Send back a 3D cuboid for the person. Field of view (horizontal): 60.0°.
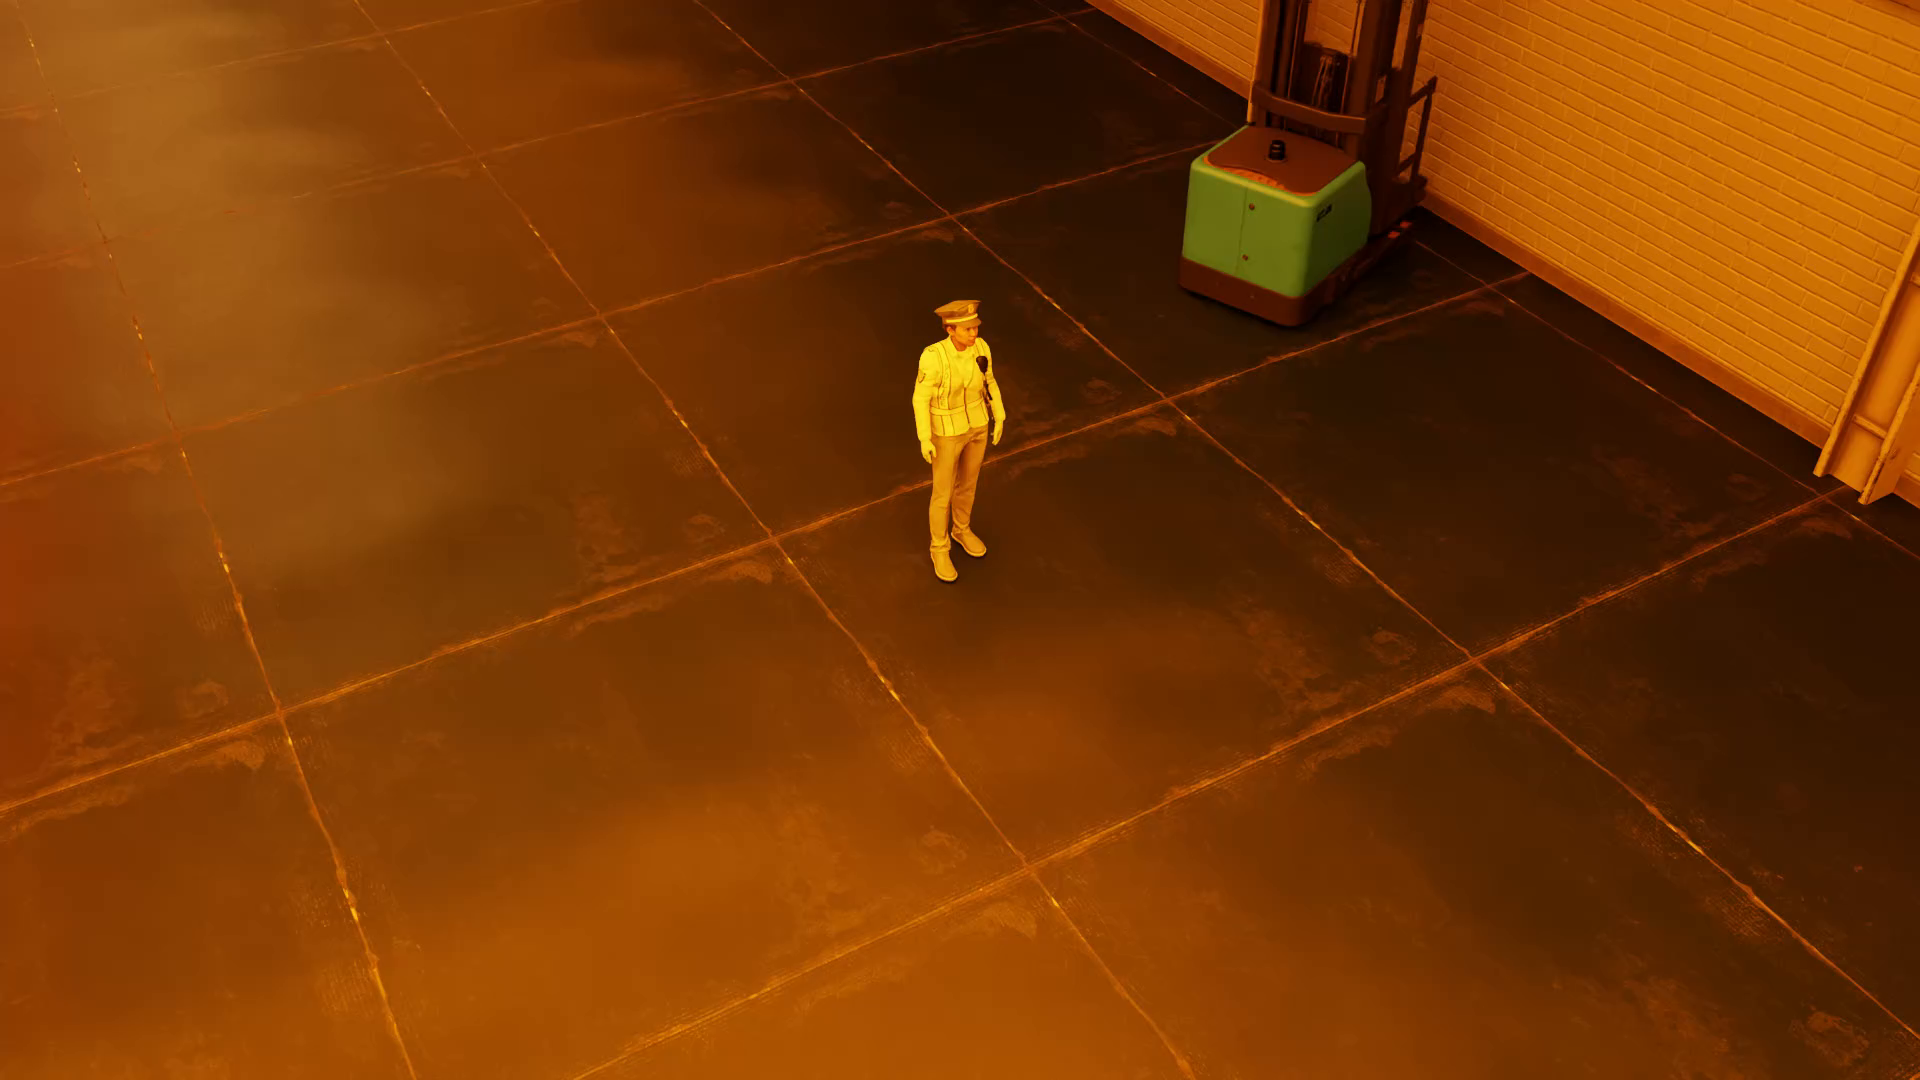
[{"bbox_3d":[0.029,-0.618,9.738,0.587,1.695,0.531,-20,44,-23],"label":"person"}]

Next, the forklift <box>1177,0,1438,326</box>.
[{"bbox_3d":[2.952,-3.563,12.331,1.130,2.935,3.031,27,47,29],"label":"forklift"}]
